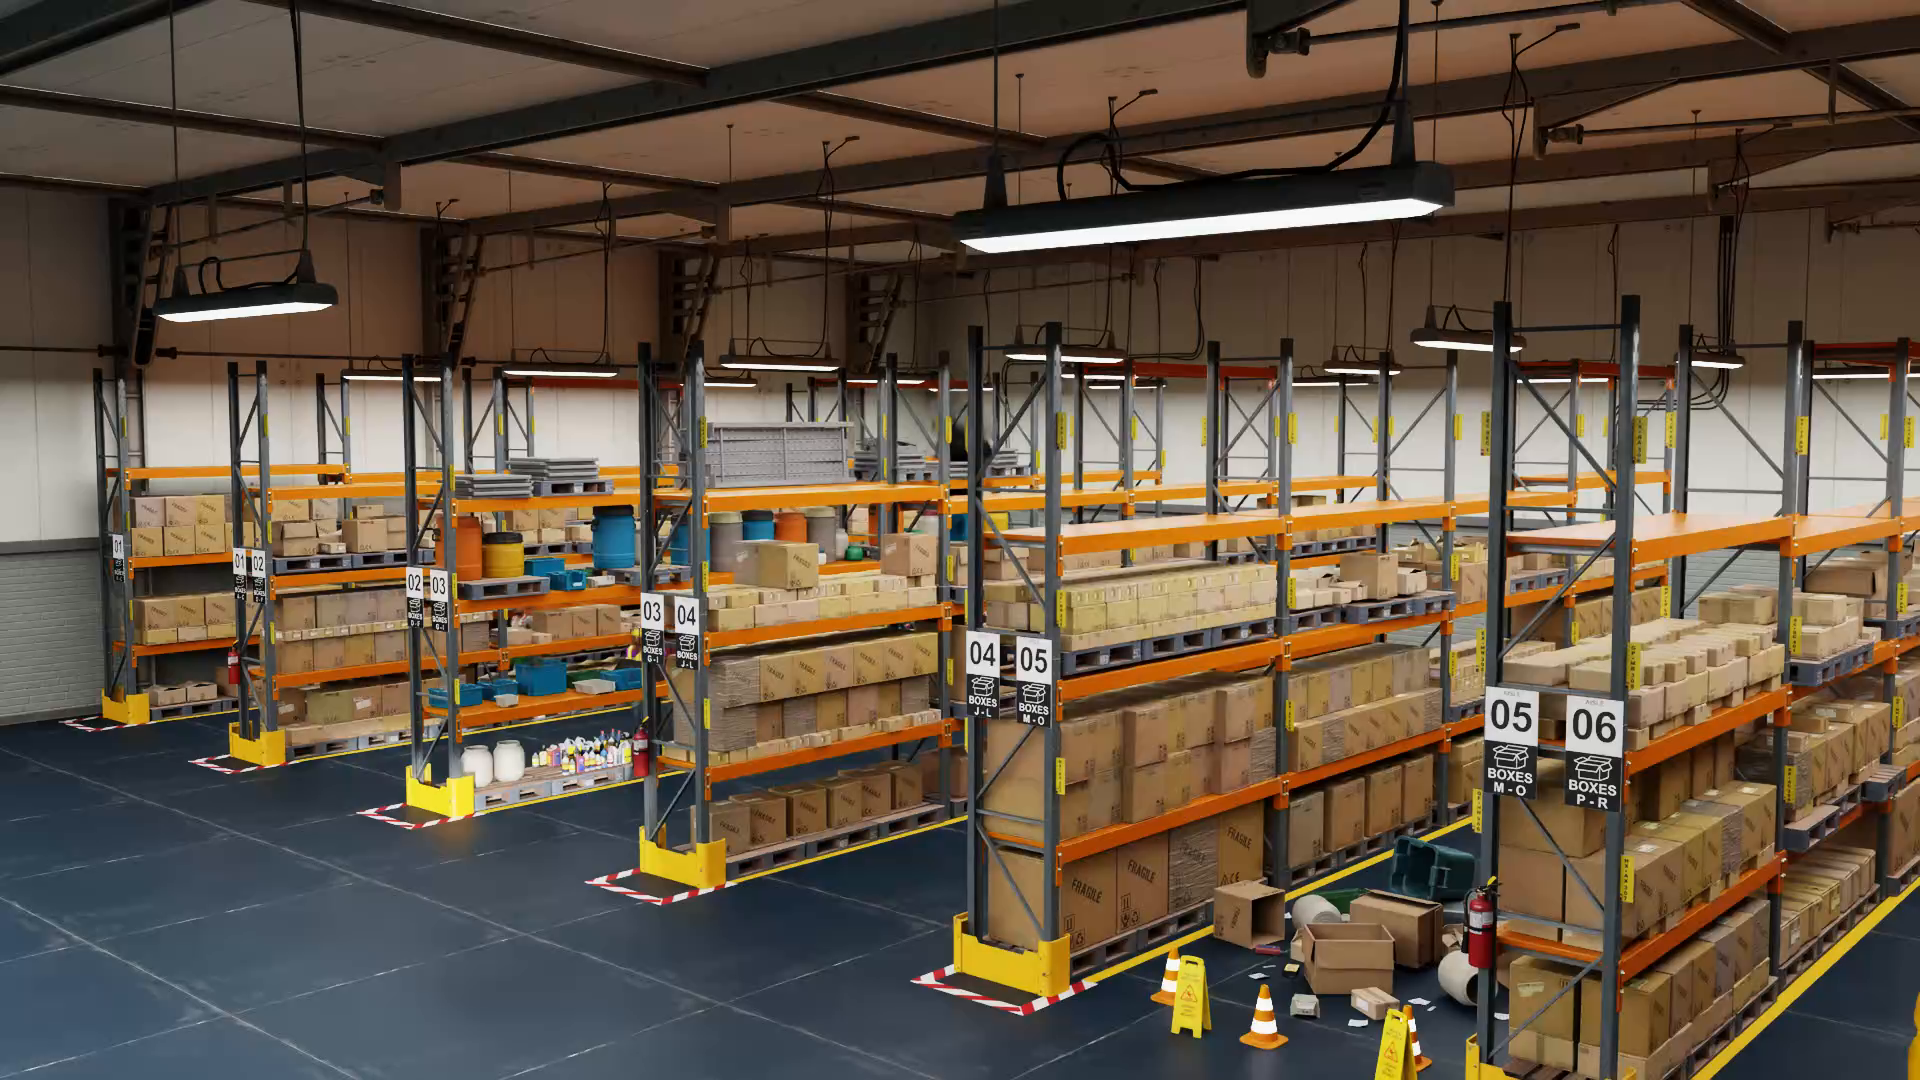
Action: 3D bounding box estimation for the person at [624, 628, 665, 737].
[{"bbox_3d":[-5.138,2.316,26.730,0.635,1.815,0.841,3,5,35],"label":"person"}]

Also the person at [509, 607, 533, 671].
[{"bbox_3d":[-8.248,2.002,31.118,0.649,1.740,0.601,3,5,31],"label":"person"}]
